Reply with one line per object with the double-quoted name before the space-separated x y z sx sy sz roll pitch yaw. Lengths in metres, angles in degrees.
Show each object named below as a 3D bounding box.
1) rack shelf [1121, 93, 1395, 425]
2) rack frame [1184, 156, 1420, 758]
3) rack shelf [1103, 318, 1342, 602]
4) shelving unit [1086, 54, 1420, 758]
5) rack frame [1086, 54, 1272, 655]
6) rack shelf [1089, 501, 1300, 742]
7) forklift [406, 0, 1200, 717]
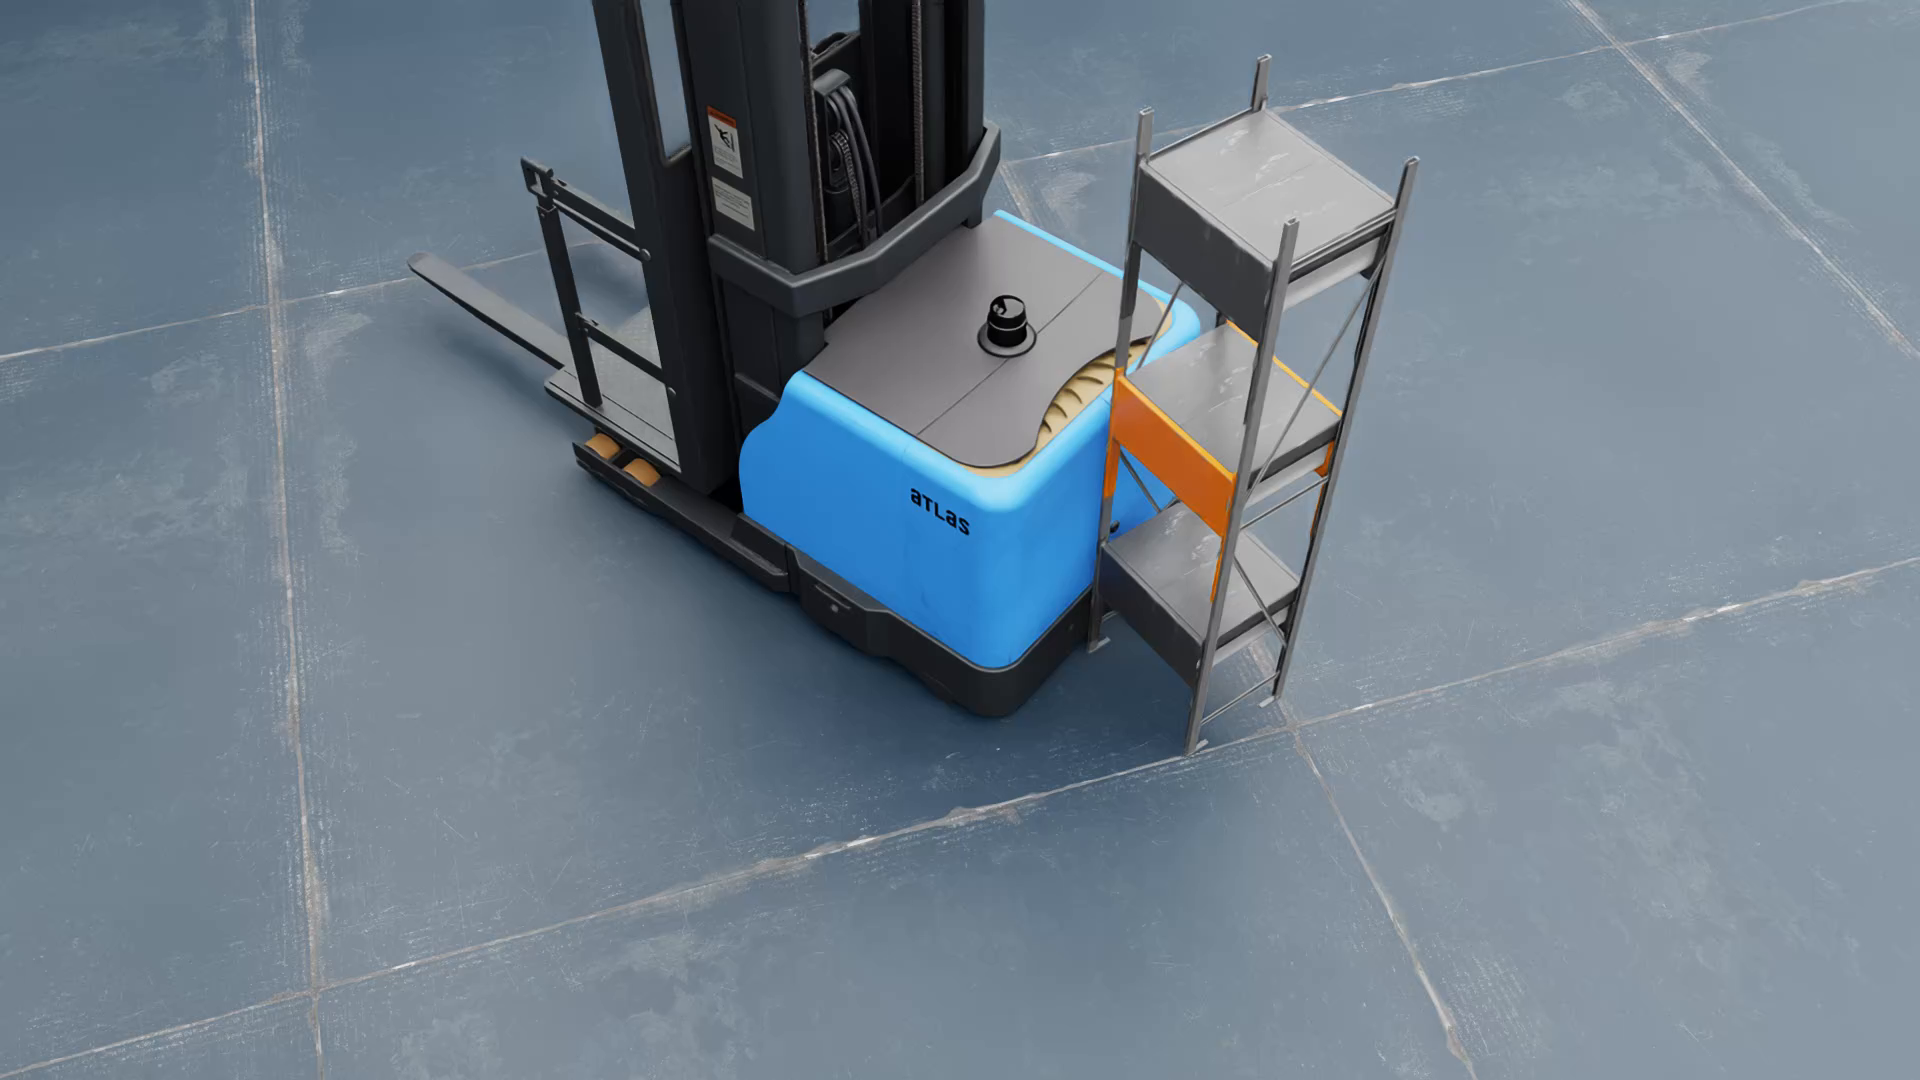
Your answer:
"rack shelf" 0.722 -0.686 4.057 0.431 0.518 0.480 -29 56 -22
"rack frame" 0.865 -0.092 4.454 0.400 2.100 0.015 -29 56 -22
"rack shelf" 0.722 -0.235 4.593 0.431 0.518 0.480 -29 56 -22
"shelving unit" 0.722 -0.244 4.582 0.431 2.100 0.503 -29 56 -22
"rack frame" 0.580 -0.395 4.710 0.400 2.100 0.015 -29 56 -22
"rack shelf" 0.722 0.216 5.128 0.431 0.518 0.480 -29 56 -22
"forklift" -0.735 -1.350 4.971 3.031 2.935 1.130 32 57 24
